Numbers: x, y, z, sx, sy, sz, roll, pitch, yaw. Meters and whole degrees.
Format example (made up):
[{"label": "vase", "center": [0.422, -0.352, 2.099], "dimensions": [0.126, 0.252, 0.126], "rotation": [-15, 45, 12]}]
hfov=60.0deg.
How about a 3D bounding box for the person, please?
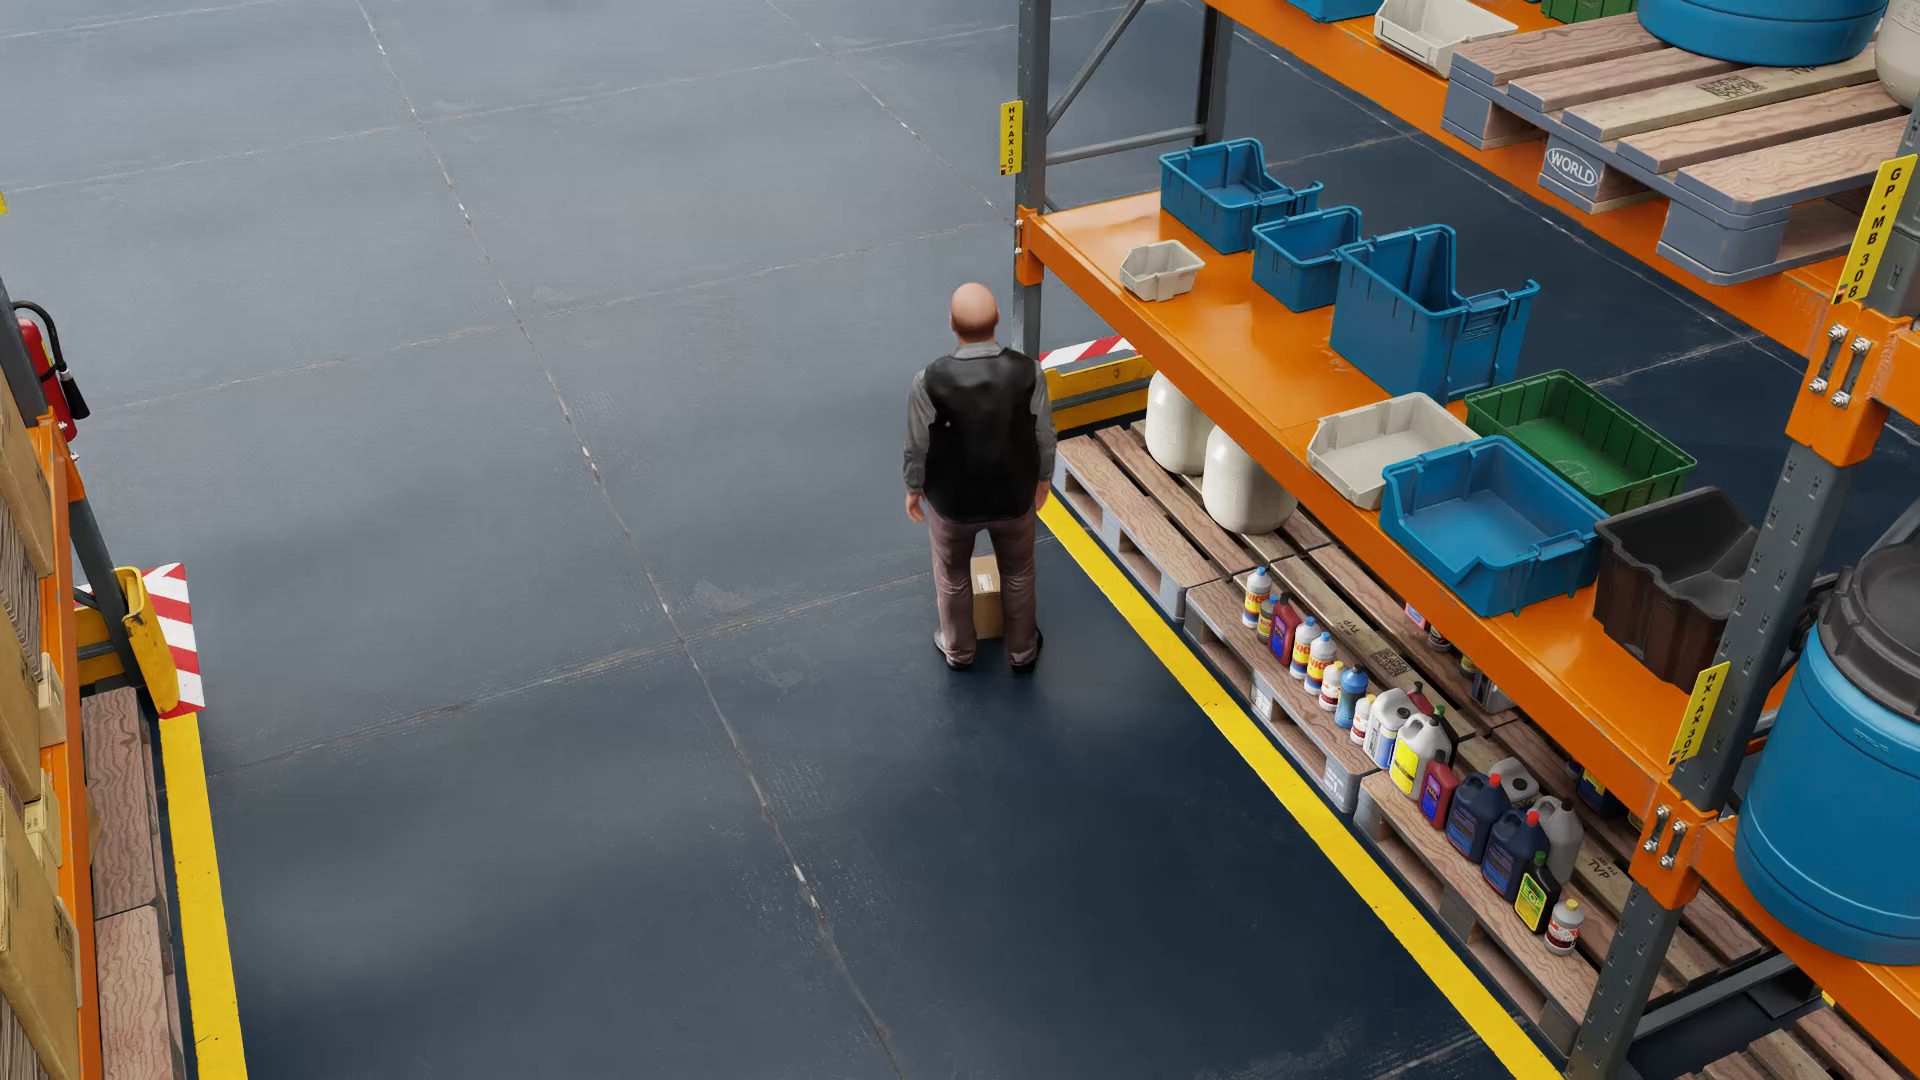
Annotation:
[{"label": "person", "center": [0.075, -0.186, 6.416], "dimensions": [0.588, 1.721, 0.463], "rotation": [-5, 37, -6]}]
